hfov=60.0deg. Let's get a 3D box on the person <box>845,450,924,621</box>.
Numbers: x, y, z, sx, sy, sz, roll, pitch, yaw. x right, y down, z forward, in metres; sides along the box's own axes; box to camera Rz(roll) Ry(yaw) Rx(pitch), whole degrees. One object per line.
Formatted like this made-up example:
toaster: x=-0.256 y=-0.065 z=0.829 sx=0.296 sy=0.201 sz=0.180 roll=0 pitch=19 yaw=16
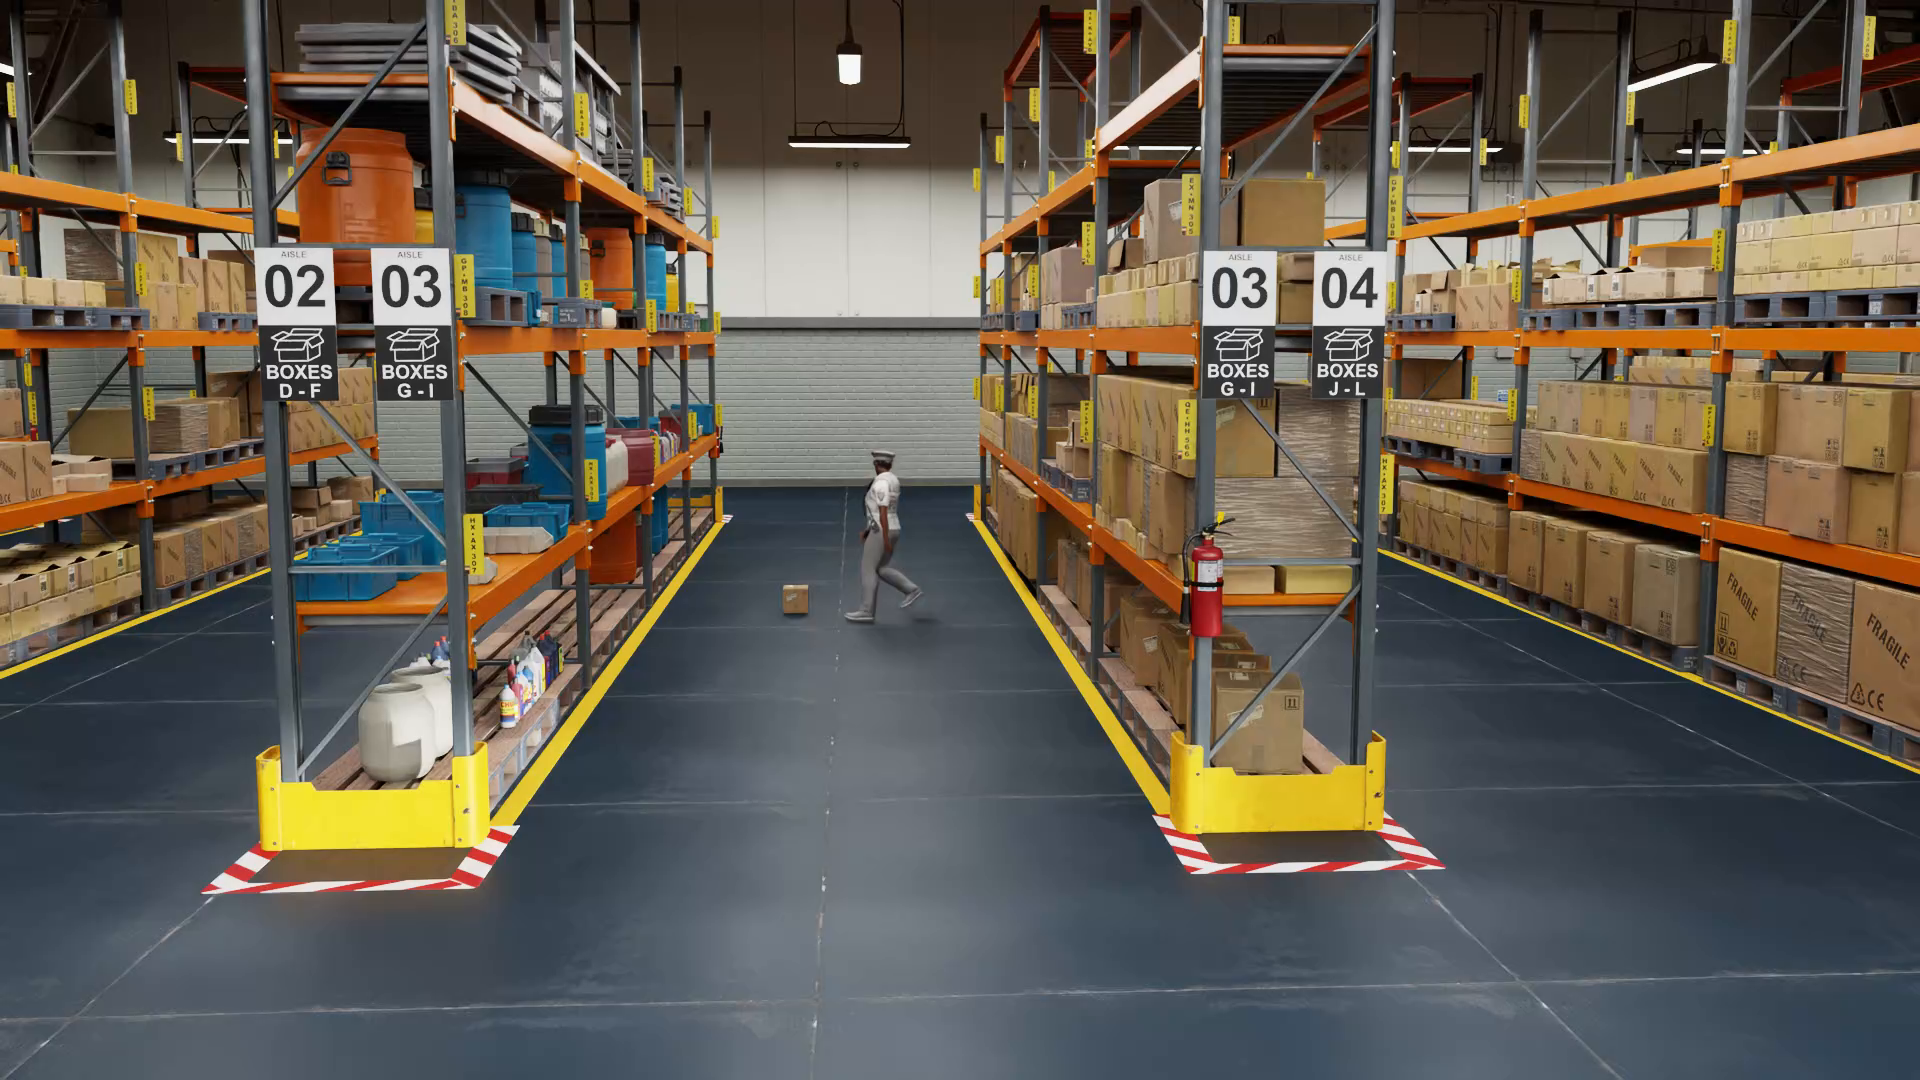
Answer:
person: x=-0.732 y=-0.050 z=16.168 sx=0.686 sy=1.631 sz=0.519 roll=2 pitch=7 yaw=15
